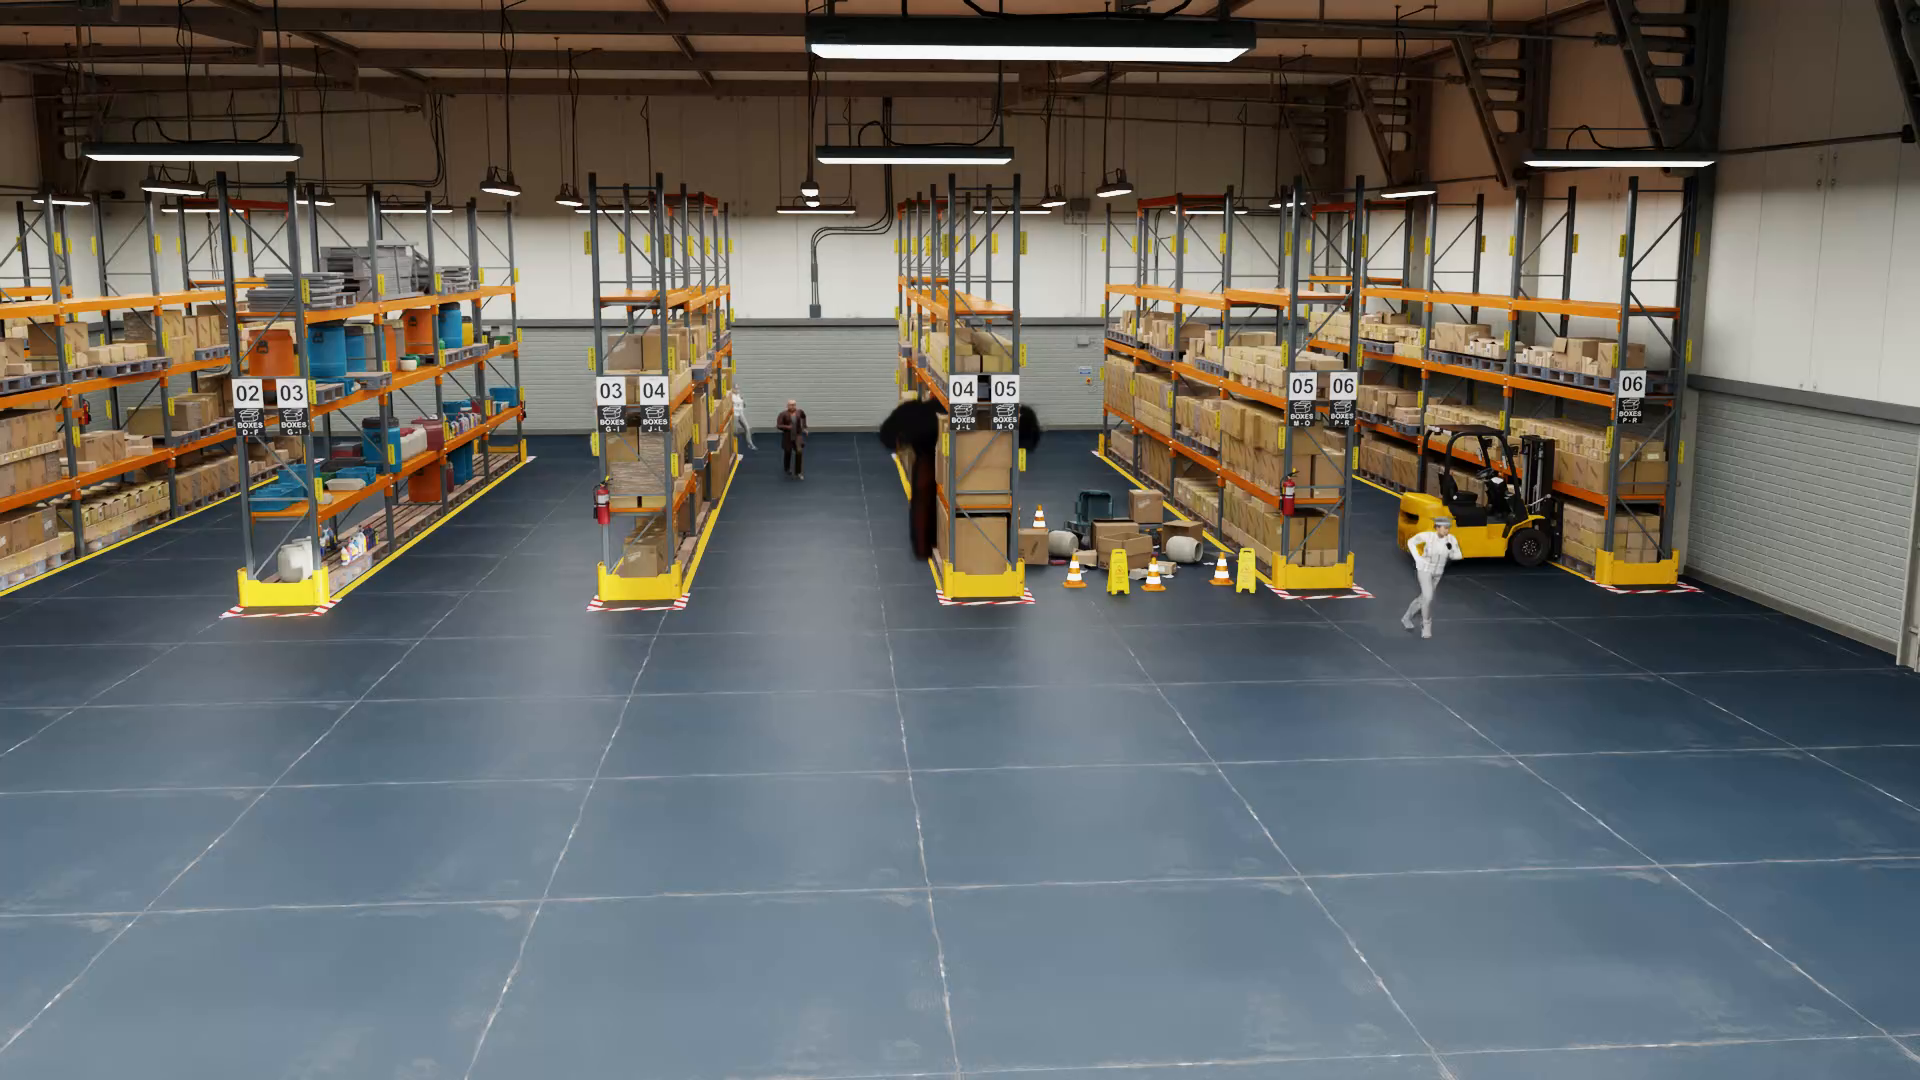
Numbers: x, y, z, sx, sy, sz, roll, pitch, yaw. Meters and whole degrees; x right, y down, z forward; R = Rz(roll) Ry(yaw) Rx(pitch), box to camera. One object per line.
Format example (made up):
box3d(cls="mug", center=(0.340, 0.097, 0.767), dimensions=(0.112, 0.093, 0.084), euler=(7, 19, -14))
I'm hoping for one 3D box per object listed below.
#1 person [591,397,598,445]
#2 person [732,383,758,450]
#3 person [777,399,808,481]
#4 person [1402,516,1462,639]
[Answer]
box3d(cls="person", center=(-8.636, -3.067, 40.807), dimensions=(0.906, 1.828, 0.637), euler=(-1, 10, -8))
box3d(cls="person", center=(-5.553, -3.053, 41.244), dimensions=(0.923, 1.678, 0.634), euler=(5, 11, 25))
box3d(cls="person", center=(-3.649, -2.197, 36.162), dimensions=(0.717, 1.757, 1.059), euler=(-3, 10, -14))
box3d(cls="person", center=(6.160, 0.439, 21.673), dimensions=(0.613, 1.590, 0.819), euler=(-2, 10, -14))
